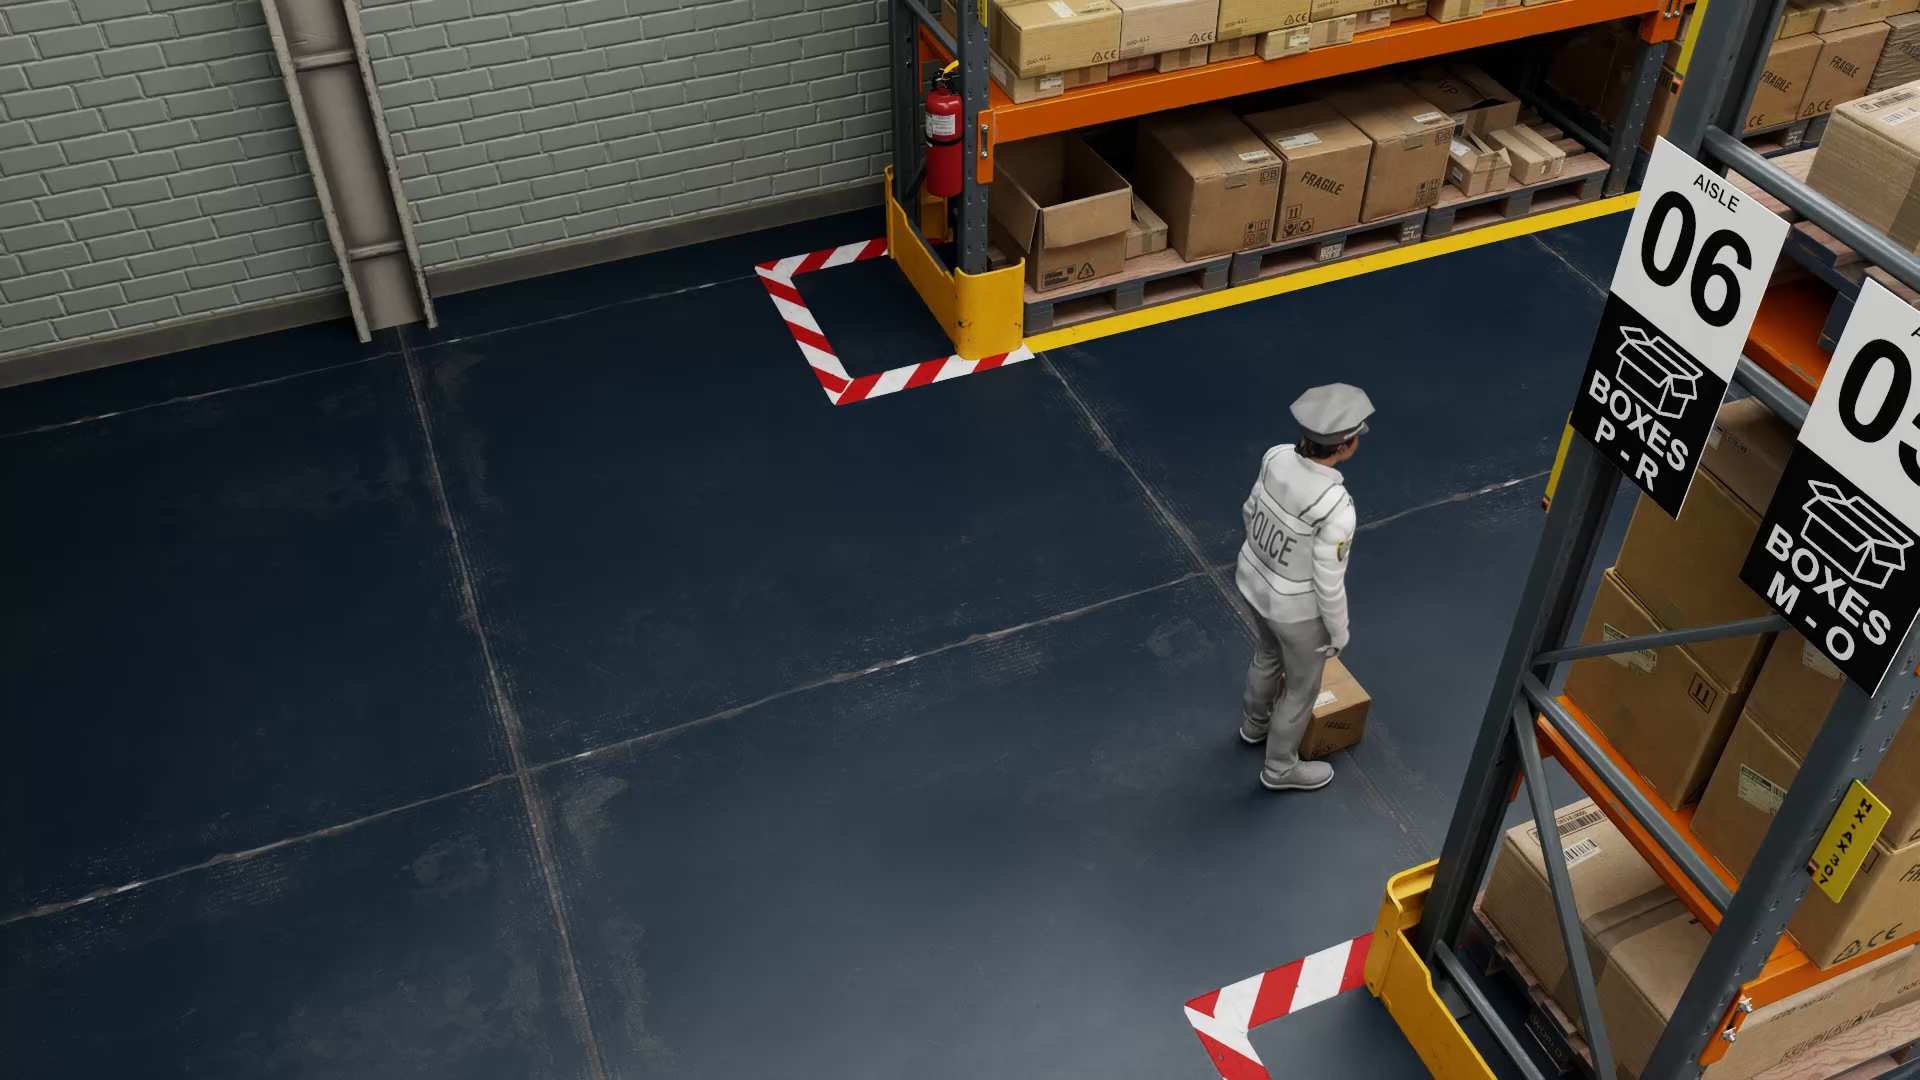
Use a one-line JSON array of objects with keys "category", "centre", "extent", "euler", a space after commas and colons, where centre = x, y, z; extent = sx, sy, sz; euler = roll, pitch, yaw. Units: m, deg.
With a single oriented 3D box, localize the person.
[{"category": "person", "centre": [1.205, 0.184, 5.950], "extent": [0.407, 1.667, 0.545], "euler": [-17, 45, -18]}]
